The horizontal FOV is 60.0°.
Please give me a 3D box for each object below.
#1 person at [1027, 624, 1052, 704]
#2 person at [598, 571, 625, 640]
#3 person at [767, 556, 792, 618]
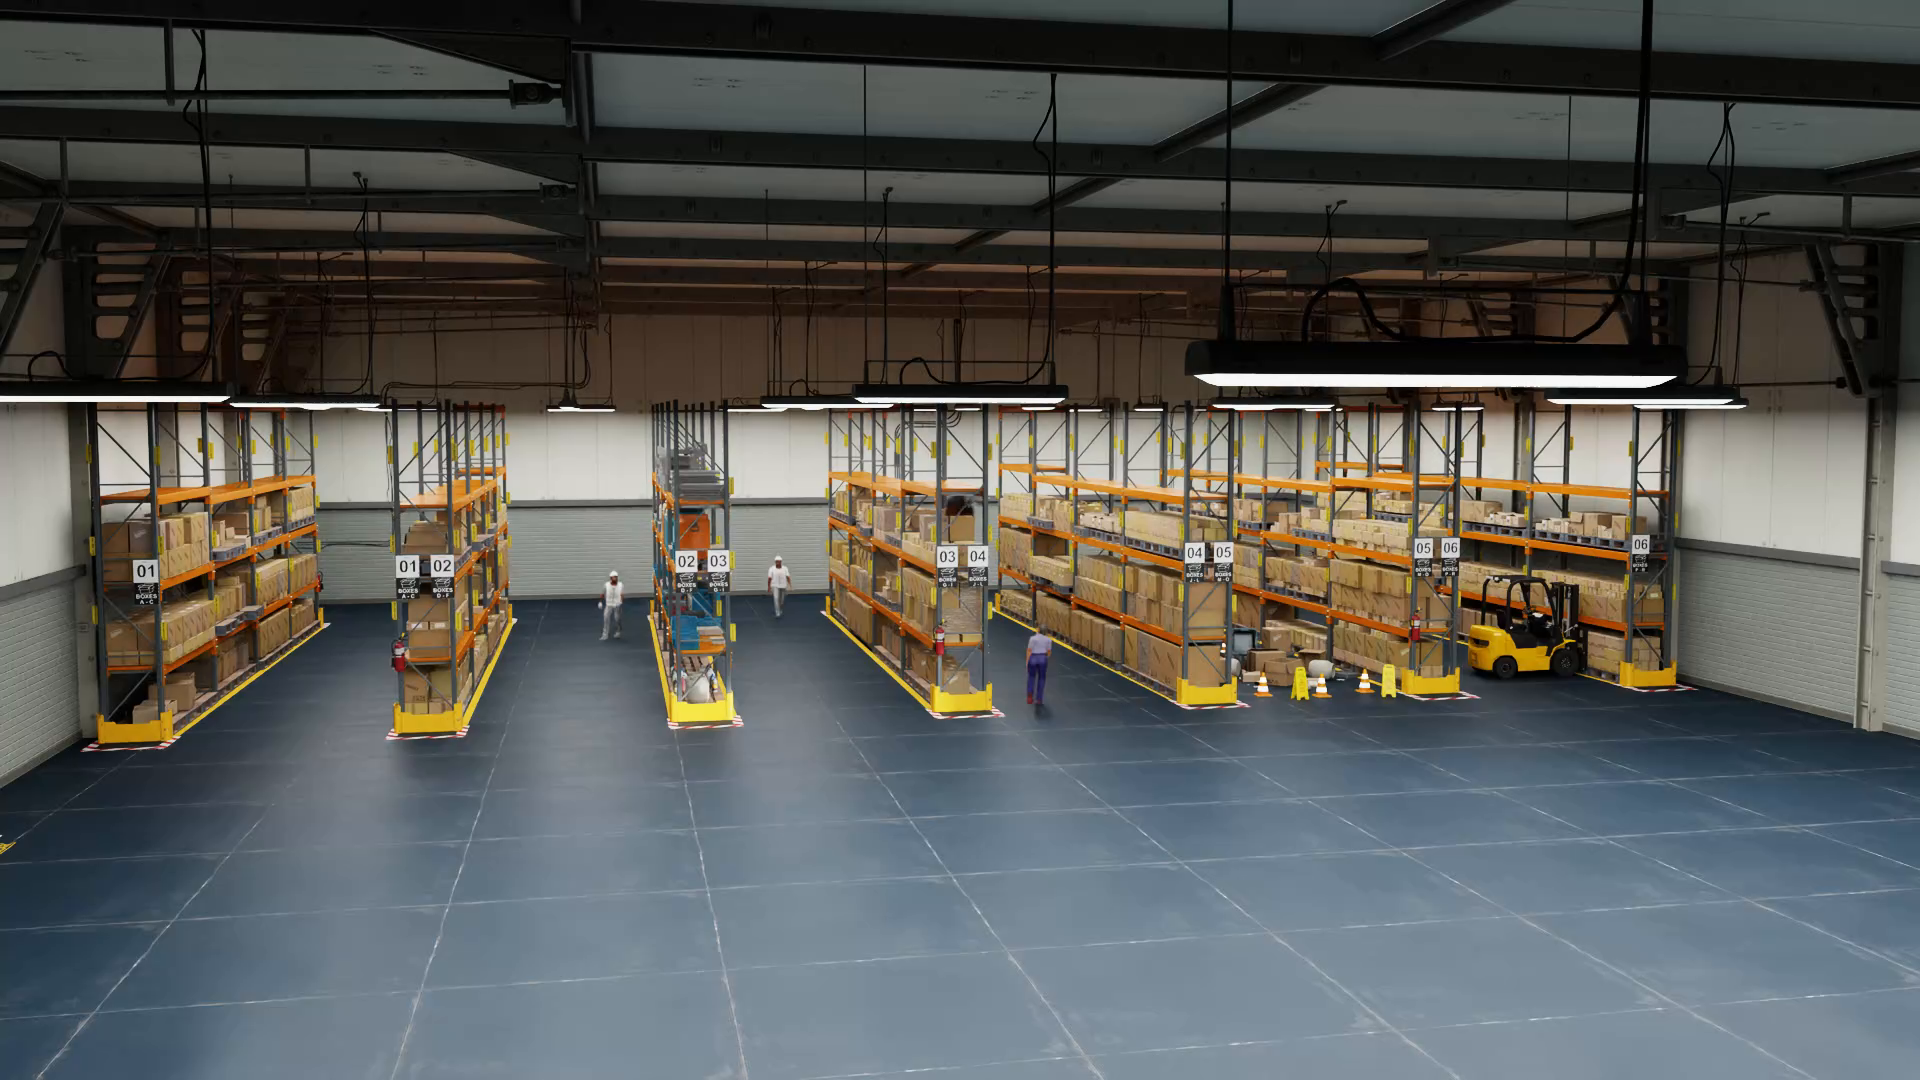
[{"bbox_3d":[1.577,2.440,32.853,0.500,1.613,0.490,1,5,17],"label":"person"},{"bbox_3d":[-8.874,1.656,42.160,0.737,1.723,1.025,1,4,8],"label":"person"},{"bbox_3d":[-5.101,1.315,46.992,0.646,1.717,1.058,-1,4,-15],"label":"person"}]
